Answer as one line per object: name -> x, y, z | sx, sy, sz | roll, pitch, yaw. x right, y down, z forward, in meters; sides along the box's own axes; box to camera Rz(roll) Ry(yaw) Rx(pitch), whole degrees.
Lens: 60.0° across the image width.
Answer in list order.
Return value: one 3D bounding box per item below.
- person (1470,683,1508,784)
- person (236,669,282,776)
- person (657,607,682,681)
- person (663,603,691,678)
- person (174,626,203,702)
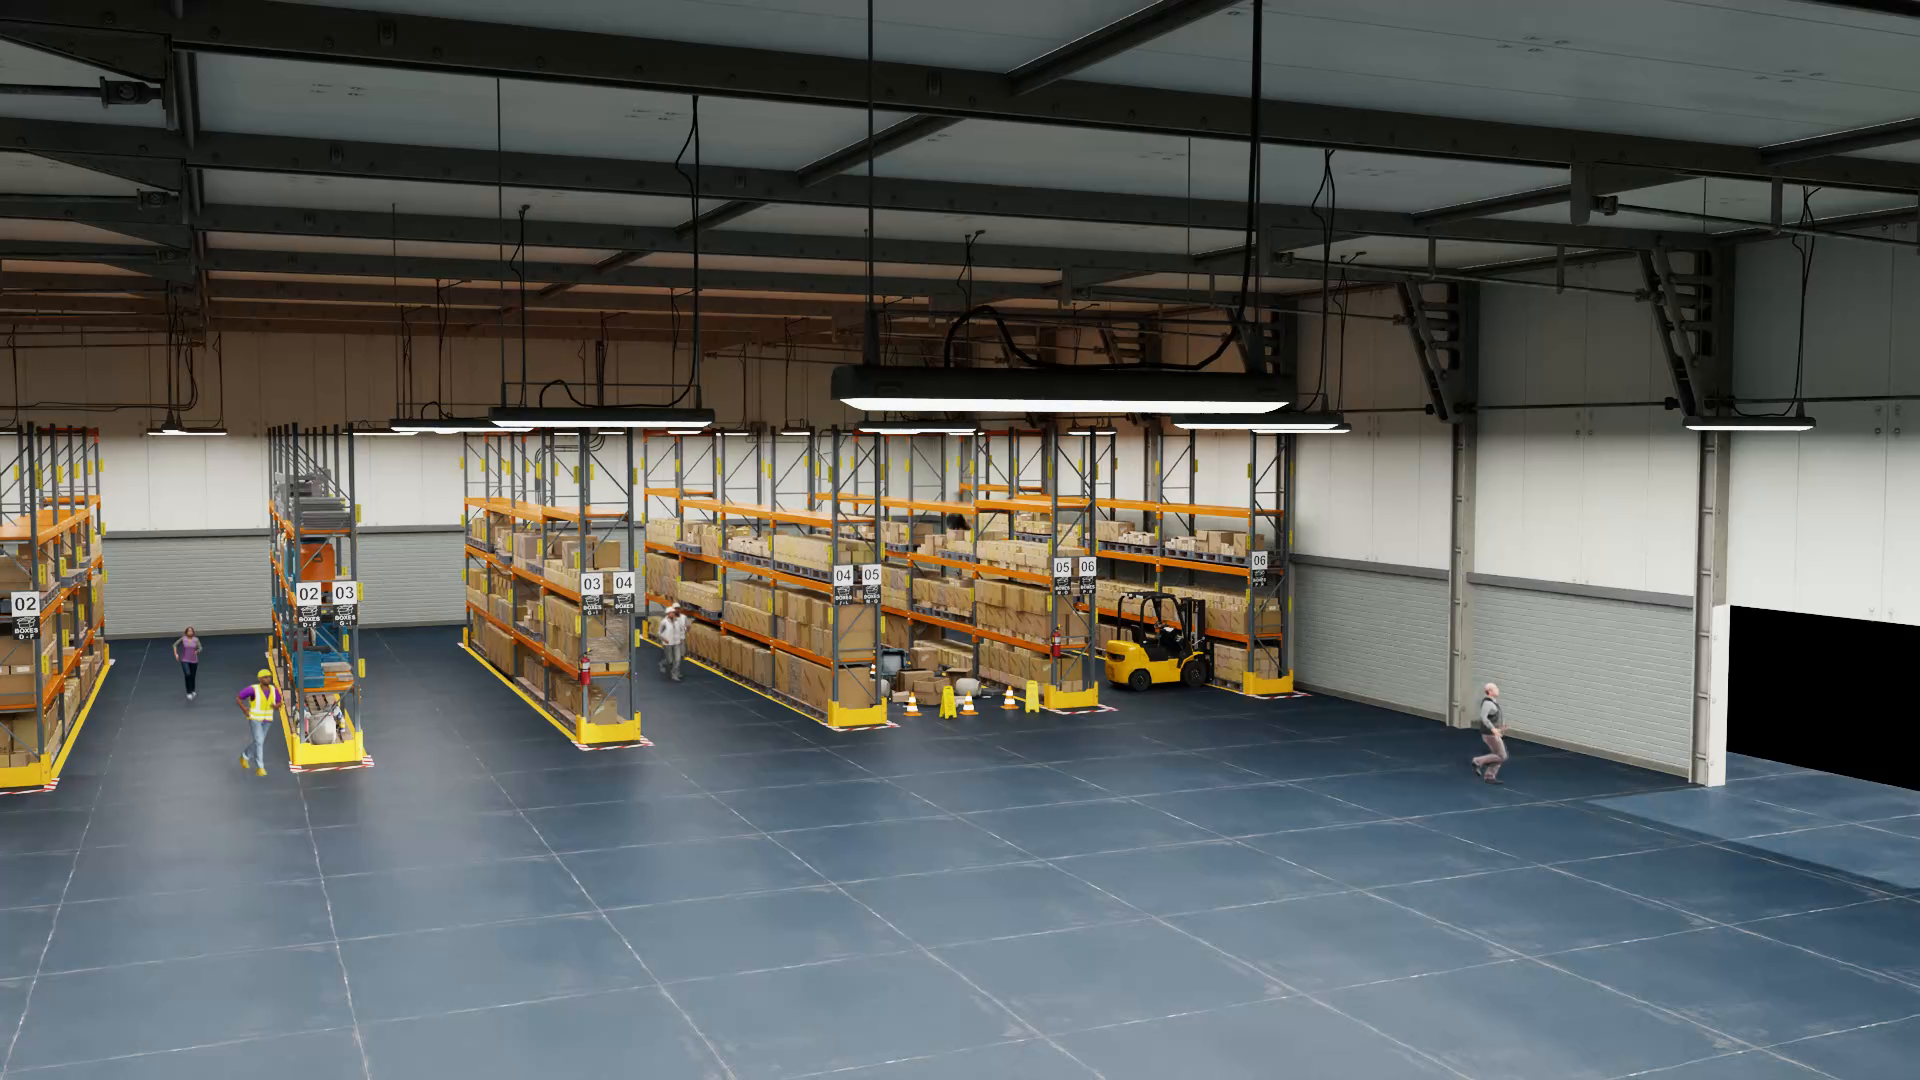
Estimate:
person -> 8.772, 3.209, 27.544 | 0.583, 1.677, 0.665 | 1, 4, 19
person -> -12.016, 3.114, 28.604 | 0.889, 1.792, 0.711 | 2, 4, 35
person -> -6.868, 2.457, 39.458 | 0.663, 1.750, 0.756 | -3, 4, -37
person -> -6.813, 2.392, 39.969 | 0.696, 1.763, 0.946 | -2, 4, -24
person -> -16.892, 2.695, 36.425 | 0.552, 1.625, 0.799 | -2, 4, -34
